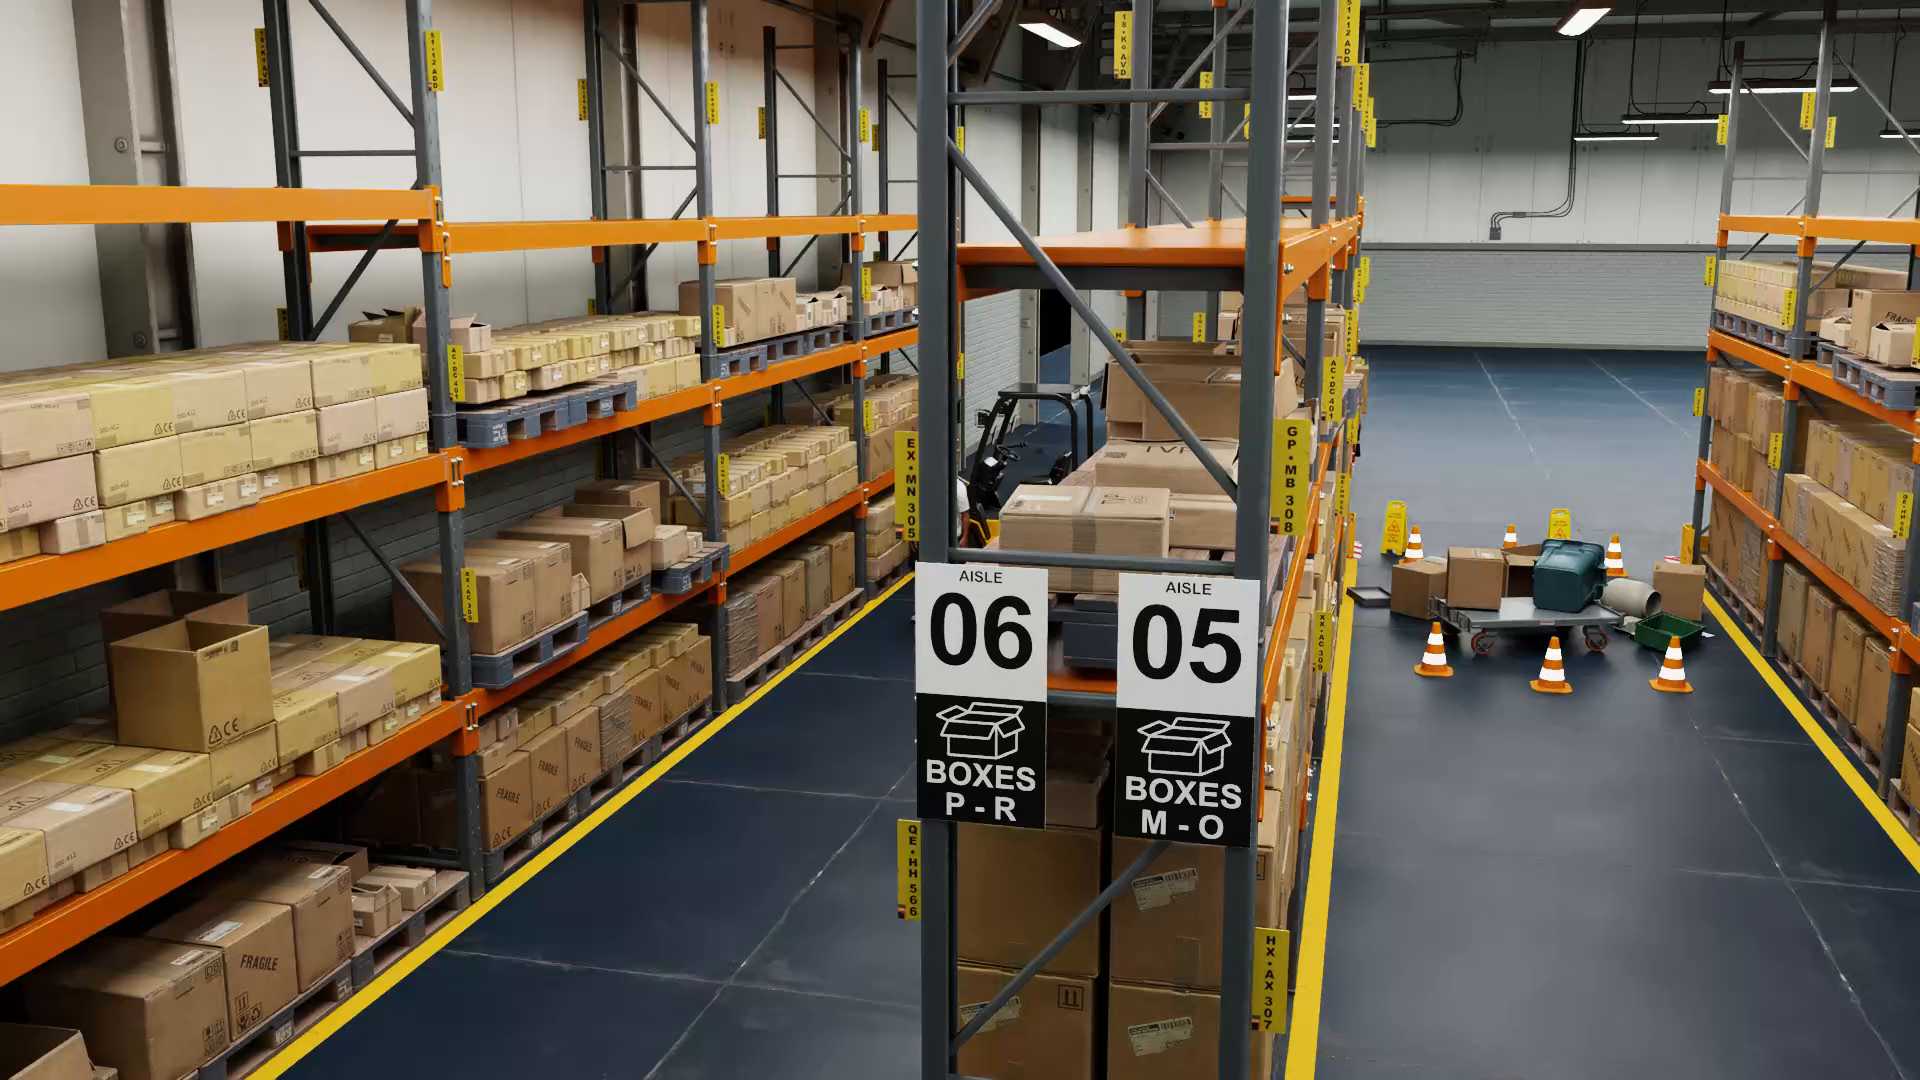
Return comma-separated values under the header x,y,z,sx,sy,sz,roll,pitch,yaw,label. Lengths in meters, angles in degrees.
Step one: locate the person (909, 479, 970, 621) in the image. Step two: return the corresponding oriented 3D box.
x,y,z,sx,sy,sz,roll,pitch,yaw,label
-0.213,-0.028,17.047,0.630,1.757,0.458,3,12,13,person
